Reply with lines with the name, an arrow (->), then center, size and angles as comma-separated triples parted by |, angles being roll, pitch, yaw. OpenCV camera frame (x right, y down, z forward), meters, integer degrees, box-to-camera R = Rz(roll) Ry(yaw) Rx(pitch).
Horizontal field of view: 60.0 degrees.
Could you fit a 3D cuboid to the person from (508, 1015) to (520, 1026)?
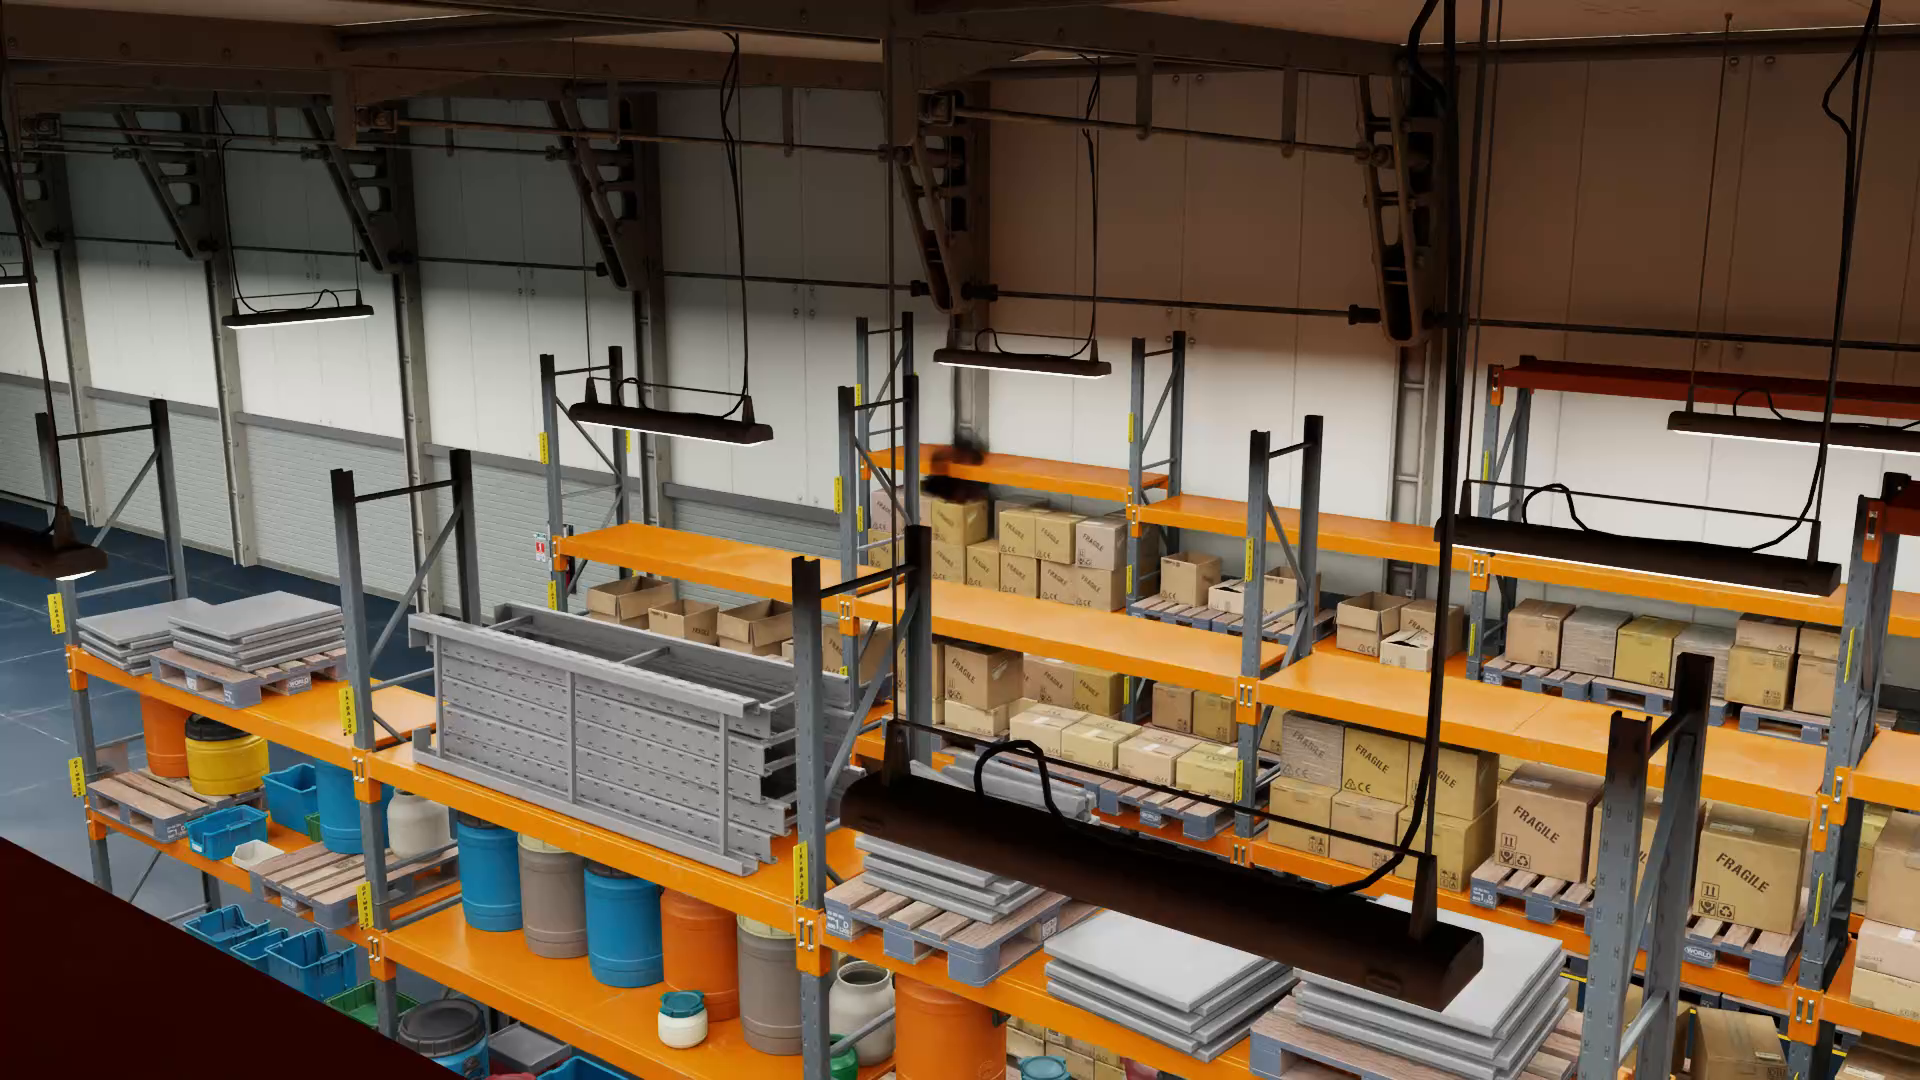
person -> -3.696, 4.054, 14.277 | 0.681, 1.627, 0.598 | 8, 15, 30
